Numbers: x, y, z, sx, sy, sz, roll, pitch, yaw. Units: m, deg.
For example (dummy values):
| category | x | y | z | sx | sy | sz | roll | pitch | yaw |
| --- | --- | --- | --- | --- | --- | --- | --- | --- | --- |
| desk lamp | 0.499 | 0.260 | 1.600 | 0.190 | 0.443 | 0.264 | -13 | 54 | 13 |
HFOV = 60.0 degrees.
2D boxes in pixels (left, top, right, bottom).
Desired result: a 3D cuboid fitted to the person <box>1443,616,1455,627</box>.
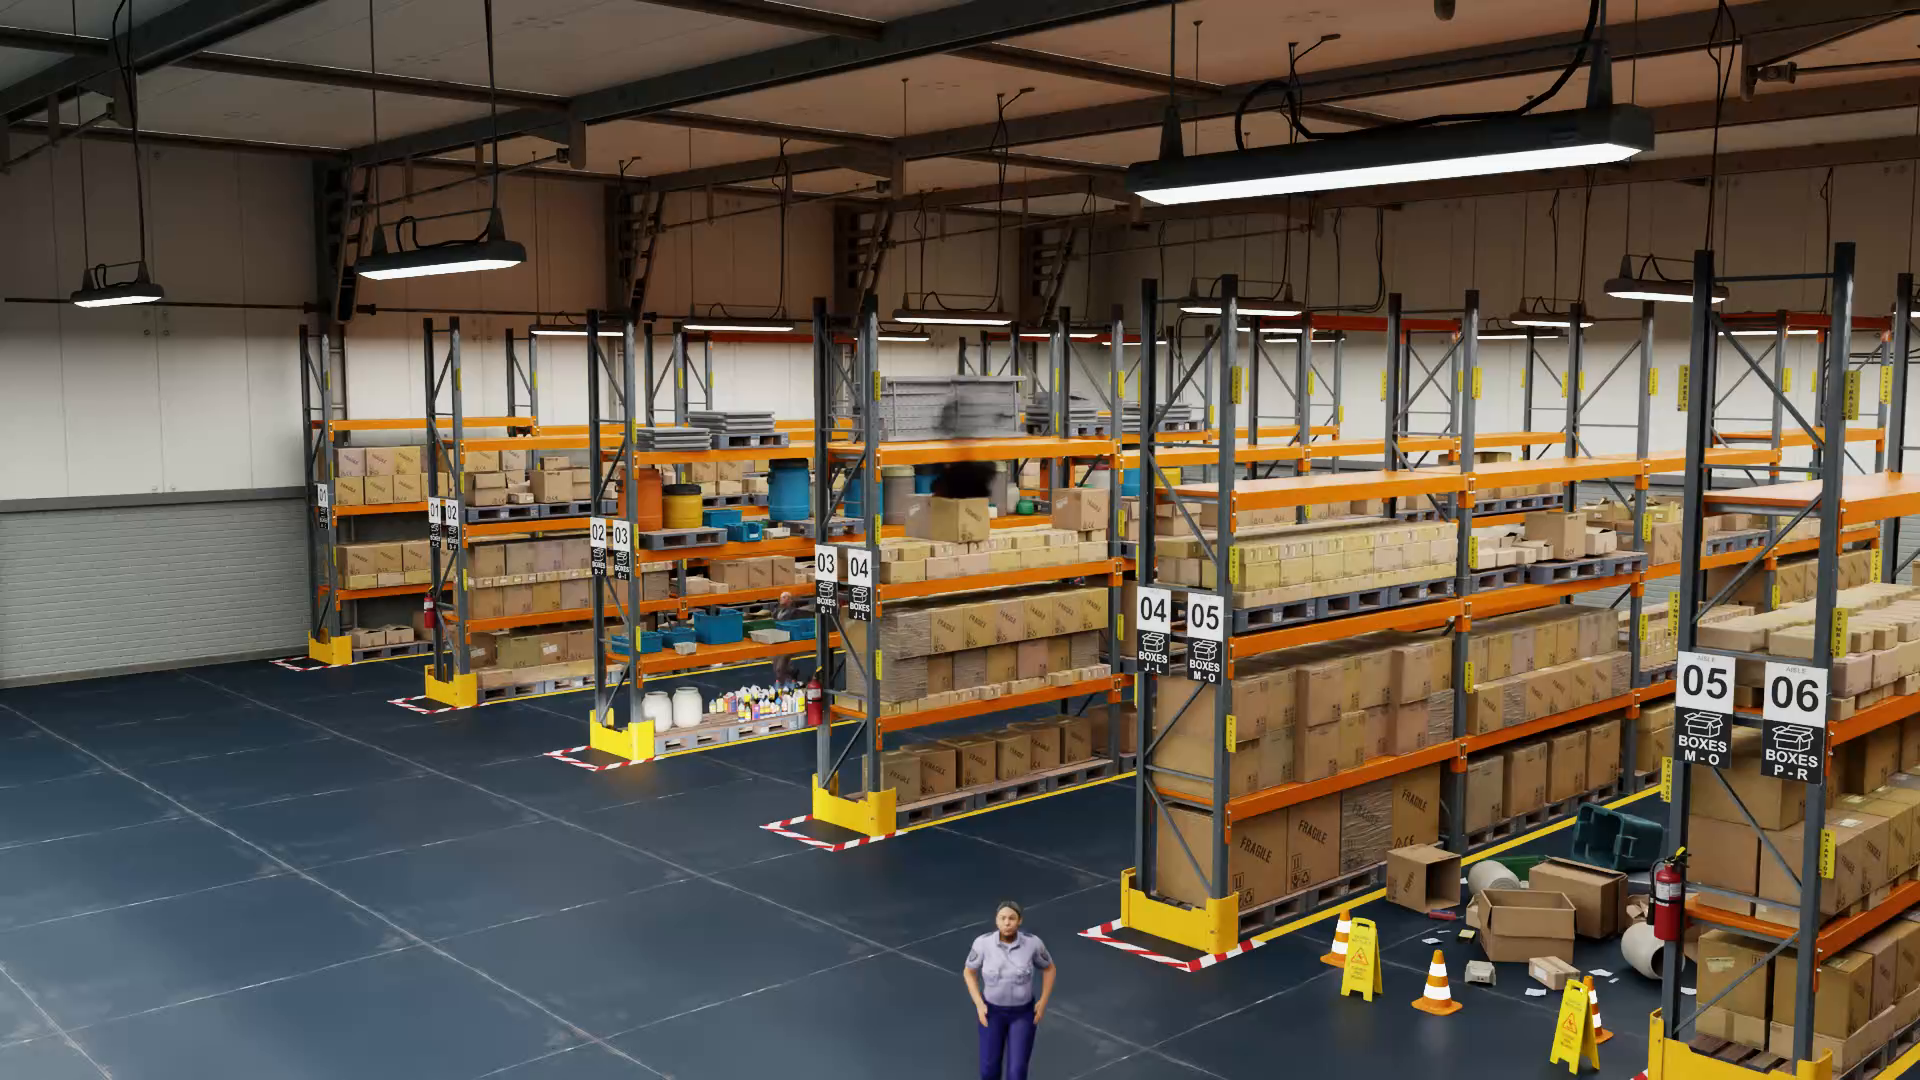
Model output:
| category | x | y | z | sx | sy | sz | roll | pitch | yaw |
| --- | --- | --- | --- | --- | --- | --- | --- | --- | --- |
| person | 7.069 | 1.915 | 24.109 | 0.575 | 1.708 | 0.690 | 4 | 7 | 37 |

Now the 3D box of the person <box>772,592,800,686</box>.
| category | x | y | z | sx | sy | sz | roll | pitch | yaw |
| --- | --- | --- | --- | --- | --- | --- | --- | --- | --- |
| person | -2.751 | 1.664 | 26.465 | 0.661 | 1.691 | 0.733 | 4 | 7 | 35 |

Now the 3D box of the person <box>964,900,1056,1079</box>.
| category | x | y | z | sx | sy | sz | roll | pitch | yaw |
| --- | --- | --- | --- | --- | --- | --- | --- | --- | --- |
| person | 0.341 | 3.233 | 11.332 | 0.629 | 1.630 | 0.626 | 0 | 6 | 2 |
